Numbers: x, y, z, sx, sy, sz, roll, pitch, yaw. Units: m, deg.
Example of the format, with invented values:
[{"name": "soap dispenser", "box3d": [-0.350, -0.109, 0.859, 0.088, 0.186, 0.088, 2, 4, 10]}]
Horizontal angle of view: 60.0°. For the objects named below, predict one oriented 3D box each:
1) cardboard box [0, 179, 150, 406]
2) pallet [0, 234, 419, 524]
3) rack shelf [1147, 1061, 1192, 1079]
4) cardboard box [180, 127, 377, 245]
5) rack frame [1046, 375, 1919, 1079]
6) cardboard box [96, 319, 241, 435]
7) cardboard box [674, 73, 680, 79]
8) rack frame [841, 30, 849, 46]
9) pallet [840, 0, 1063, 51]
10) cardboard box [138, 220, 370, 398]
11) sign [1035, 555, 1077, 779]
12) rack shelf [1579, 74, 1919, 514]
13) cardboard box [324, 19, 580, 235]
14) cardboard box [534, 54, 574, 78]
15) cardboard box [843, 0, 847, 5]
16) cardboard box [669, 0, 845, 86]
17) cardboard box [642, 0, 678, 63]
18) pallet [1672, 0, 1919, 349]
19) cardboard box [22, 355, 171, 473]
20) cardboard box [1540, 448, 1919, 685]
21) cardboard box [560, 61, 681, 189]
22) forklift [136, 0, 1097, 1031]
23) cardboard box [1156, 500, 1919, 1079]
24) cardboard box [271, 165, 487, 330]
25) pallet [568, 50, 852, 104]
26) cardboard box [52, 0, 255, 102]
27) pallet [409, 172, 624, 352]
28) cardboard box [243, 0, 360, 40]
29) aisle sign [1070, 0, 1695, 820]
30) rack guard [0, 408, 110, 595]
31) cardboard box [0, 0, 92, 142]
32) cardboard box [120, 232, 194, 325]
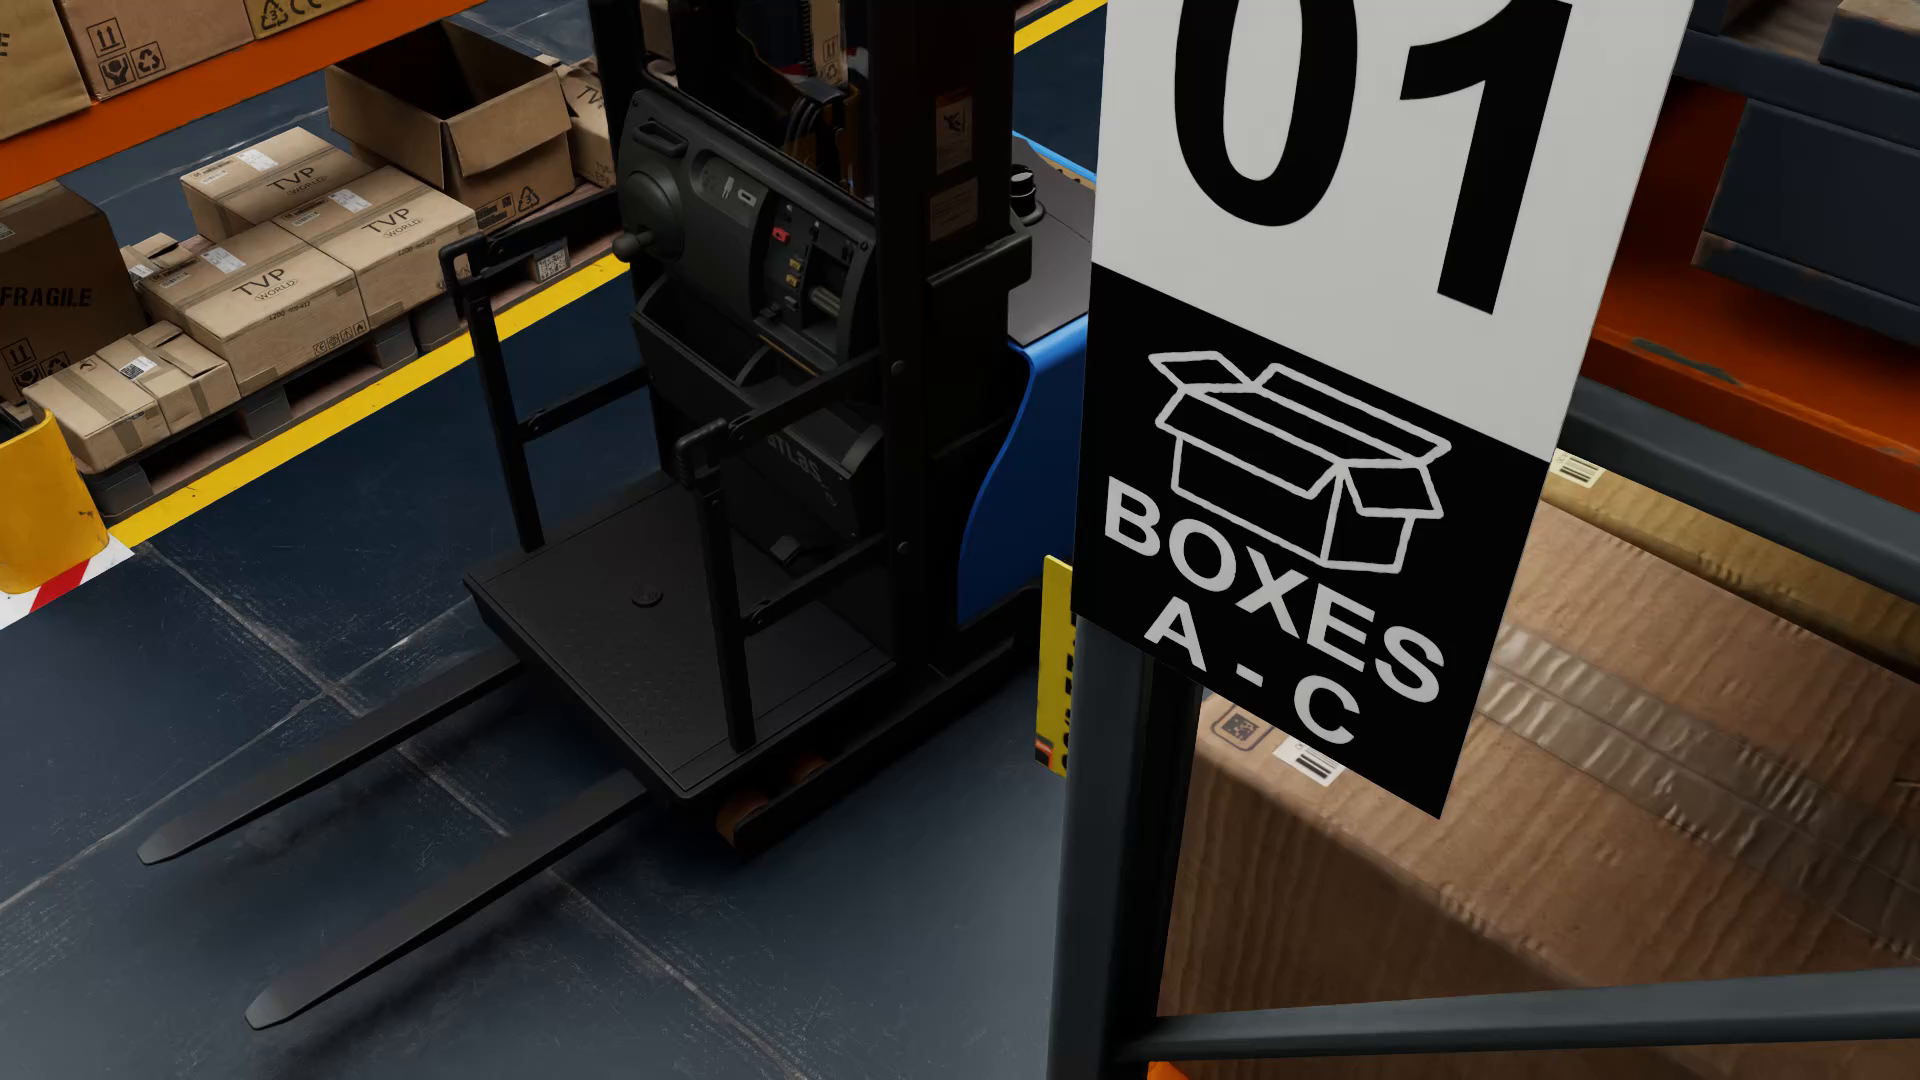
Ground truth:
[{"name": "cardboard box", "box3d": [-3.099, -0.852, 5.489, 0.500, 0.500, 0.500, 29, 50, 28]}, {"name": "pallet", "box3d": [-2.699, -0.646, 5.804, 1.003, 0.211, 1.213, 29, 50, 28]}, {"name": "rack shelf", "box3d": [1.820, 0.151, 3.389, 1.077, 0.370, 4.000, 29, 50, 28]}, {"name": "cardboard box", "box3d": [-2.465, -1.236, 6.096, 0.500, 0.250, 0.500, 29, 50, 28]}, {"name": "rack frame", "box3d": [0.533, 0.915, 2.014, 1.000, 3.000, 0.127, 29, 50, 28]}, {"name": "cardboard box", "box3d": [-2.567, -0.538, 5.391, 0.380, 0.166, 0.250, 29, 50, 28]}, {"name": "cardboard box", "box3d": [-1.031, -1.760, 6.748, 0.380, 0.149, 0.250, 29, 50, 28]}, {"name": "rack frame", "box3d": [-0.686, -3.287, 6.636, 1.000, 3.000, 0.127, 29, 50, 28]}, {"name": "pallet", "box3d": [-0.192, -2.691, 8.053, 1.003, 0.211, 1.213, 29, 50, 28]}, {"name": "cardboard box", "box3d": [-2.372, -0.788, 5.604, 0.500, 0.250, 0.500, 29, 50, 28]}, {"name": "sign", "box3d": [0.127, 0.157, 1.811, 0.100, 0.325, 0.005, 29, 50, 28]}, {"name": "rack shelf", "box3d": [1.820, -0.958, 2.379, 1.077, 0.370, 4.000, 29, 50, 28]}, {"name": "cardboard box", "box3d": [-1.891, -1.557, 6.261, 0.797, 0.503, 0.637, 29, 50, 28]}, {"name": "cardboard box", "box3d": [-1.671, -1.830, 6.812, 0.380, 0.166, 0.250, 29, 50, 28]}, {"name": "cardboard box", "box3d": [-0.189, -2.669, 7.487, 0.500, 0.500, 0.500, 27, 49, 27]}, {"name": "cardboard box", "box3d": [-0.836, -2.109, 6.871, 0.500, 0.500, 0.500, 29, 50, 28]}, {"name": "cardboard box", "box3d": [-1.122, -2.333, 7.258, 0.500, 0.311, 0.500, 29, 50, 28]}, {"name": "pallet", "box3d": [1.003, -0.548, 1.460, 1.003, 0.211, 1.213, 29, 50, 28]}, {"name": "cardboard box", "box3d": [-2.728, -0.403, 5.255, 0.380, 0.149, 0.250, 29, 50, 28]}, {"name": "cardboard box", "box3d": [1.314, 0.158, 2.624, 0.980, 0.700, 0.700, 29, 50, 28]}, {"name": "cardboard box", "box3d": [-1.319, -1.653, 6.510, 0.500, 0.311, 0.500, 29, 50, 28]}, {"name": "forklift", "box3d": [-0.677, -0.673, 3.811, 3.031, 2.935, 1.130, -31, 51, -30]}, {"name": "cardboard box", "box3d": [0.854, 0.537, 2.207, 0.980, 0.700, 0.700, 32, 51, 30]}, {"name": "cardboard box", "box3d": [-2.050, -1.045, 5.887, 0.500, 0.250, 0.500, 29, 50, 28]}, {"name": "pallet", "box3d": [-1.129, -1.902, 7.185, 1.003, 0.211, 1.213, 29, 50, 28]}, {"name": "cardboard box", "box3d": [-2.445, -1.647, 4.757, 0.500, 0.500, 0.500, 29, 50, 28]}, {"name": "pallet", "box3d": [-1.914, -1.271, 6.491, 1.003, 0.211, 1.213, 29, 50, 28]}, {"name": "cardboard box", "box3d": [-2.120, -1.904, 5.040, 0.500, 0.500, 0.500, 29, 50, 28]}, {"name": "aisle sign", "box3d": [0.257, -0.140, 1.241, 0.394, 0.787, 0.004, 29, 50, 28]}, {"name": "rack guard", "box3d": [-3.212, -0.342, 5.254, 1.175, 0.500, 0.348, 29, 50, 28]}, {"name": "cardboard box", "box3d": [-2.773, -1.379, 4.463, 0.500, 0.500, 0.500, 31, 50, 29]}, {"name": "cardboard box", "box3d": [-2.770, -0.898, 5.787, 0.380, 0.166, 0.250, 29, 50, 28]}]
